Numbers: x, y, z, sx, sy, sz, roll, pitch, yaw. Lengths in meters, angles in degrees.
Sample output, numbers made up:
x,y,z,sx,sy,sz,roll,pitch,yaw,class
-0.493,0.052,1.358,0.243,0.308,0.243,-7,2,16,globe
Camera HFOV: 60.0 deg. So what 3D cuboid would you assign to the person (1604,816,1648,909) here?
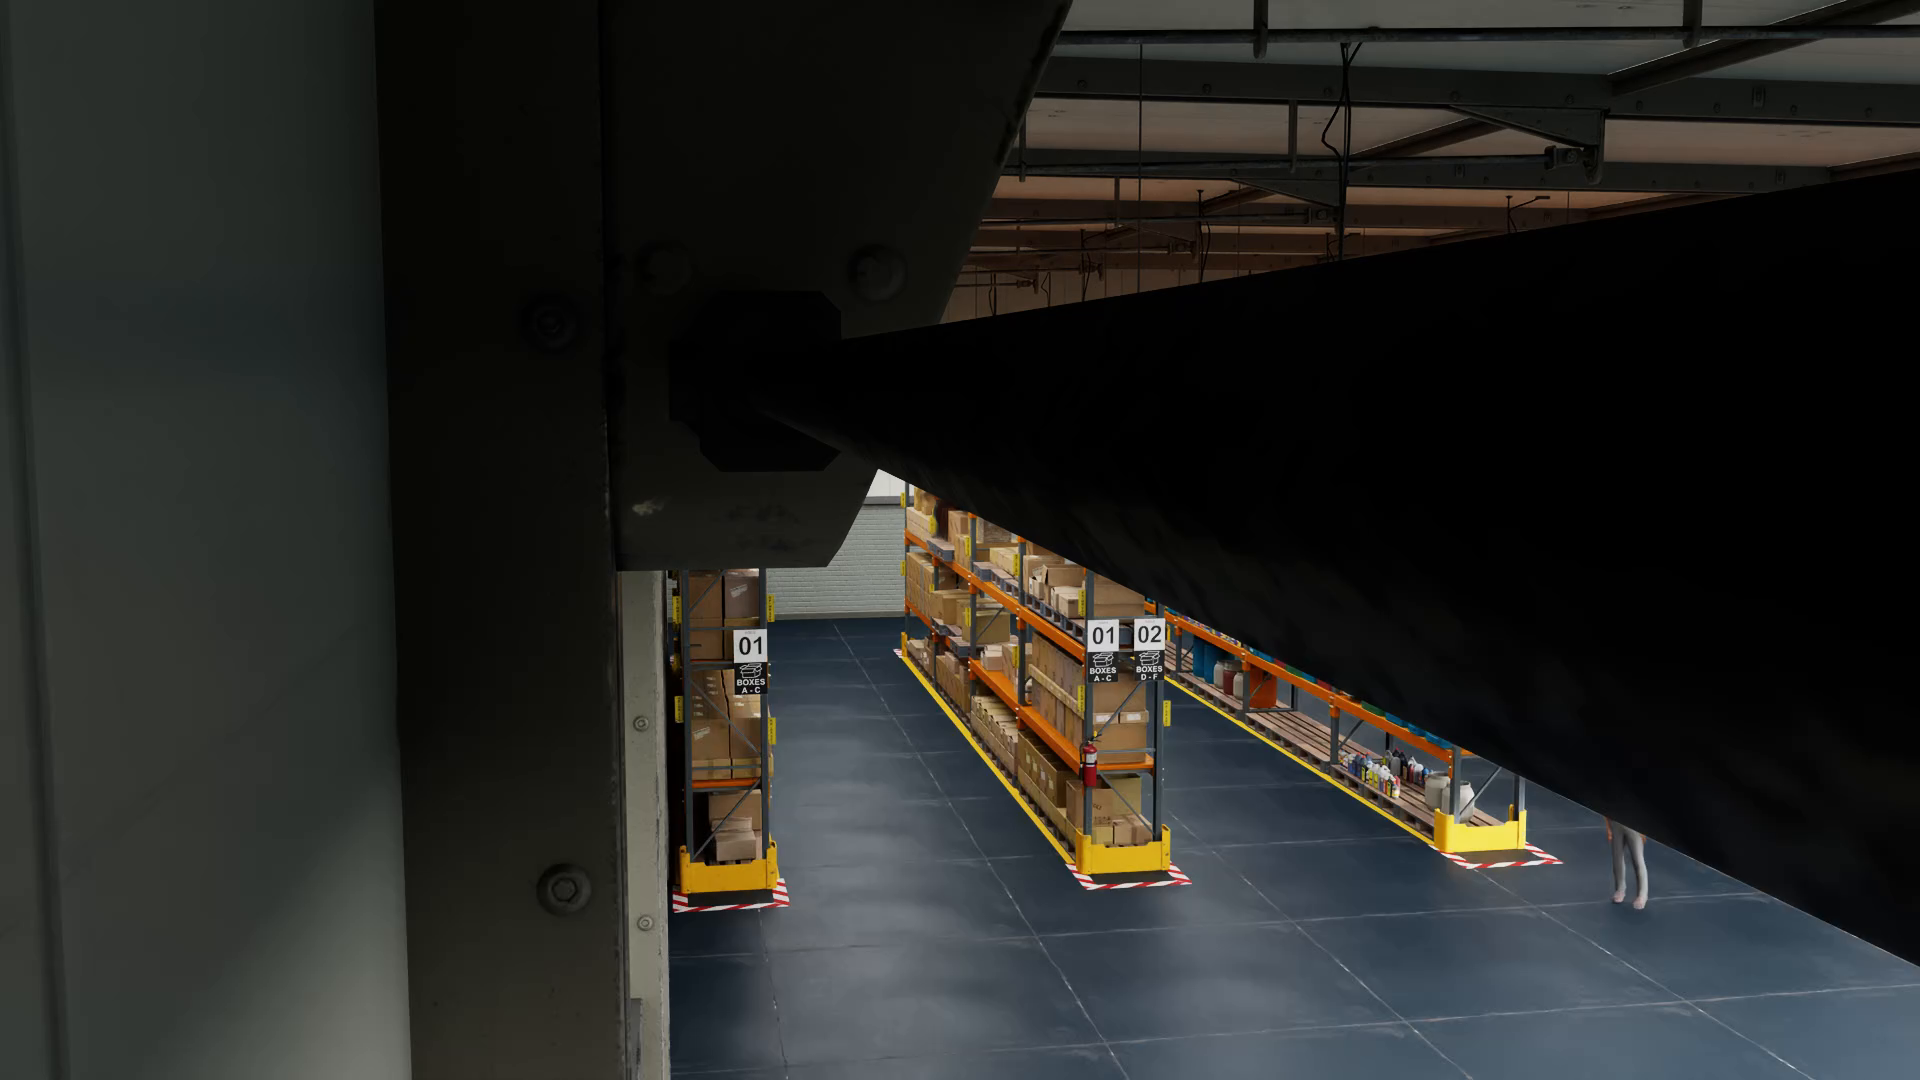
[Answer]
x,y,z,sx,sy,sz,roll,pitch,yaw,class
7.889,3.479,19.715,0.549,1.672,0.387,5,7,37,person
